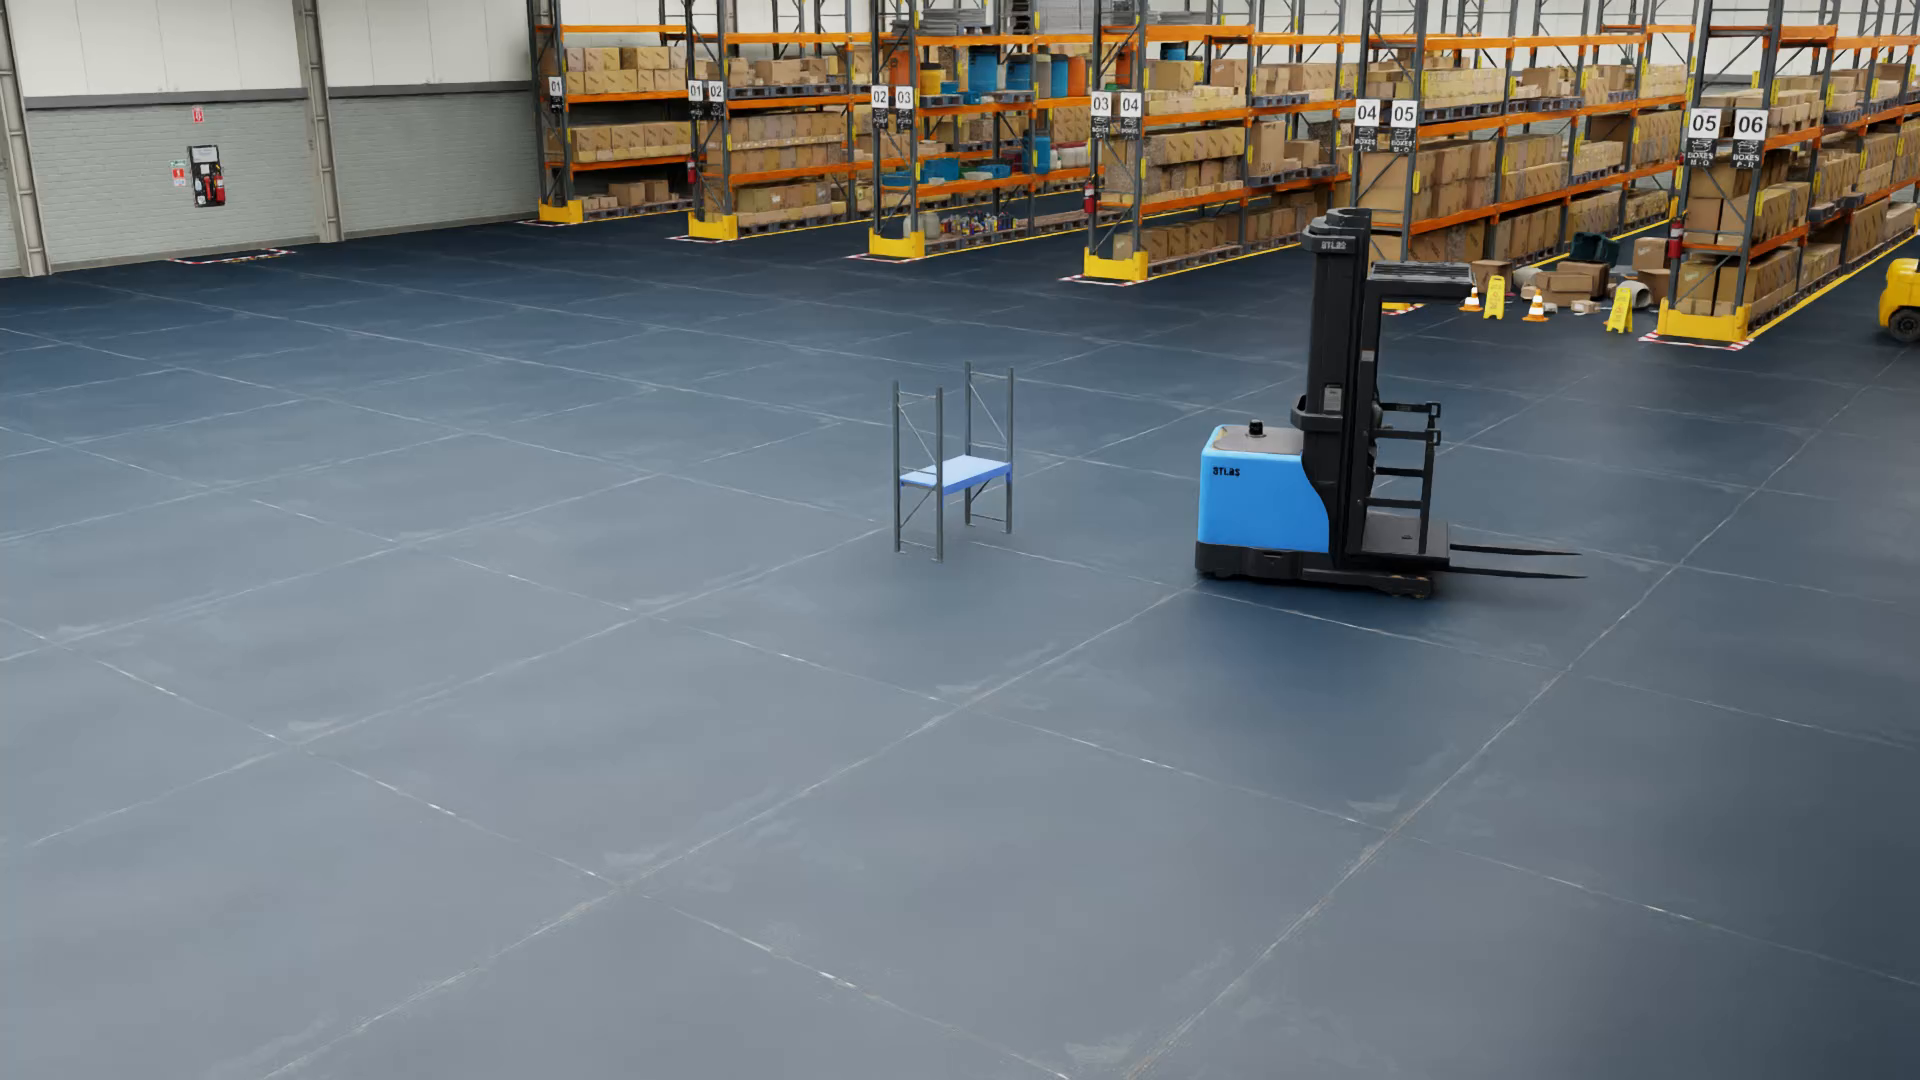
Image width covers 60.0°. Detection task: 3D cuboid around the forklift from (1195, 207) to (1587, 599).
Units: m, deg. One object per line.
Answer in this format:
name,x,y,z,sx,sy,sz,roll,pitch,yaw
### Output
forklift,3.500,-1.113,13.239,3.031,2.935,1.130,5,18,15

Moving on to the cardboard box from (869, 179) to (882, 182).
cardboard box,-1.920,-8.486,39.846,0.500,0.311,0.500,12,21,34

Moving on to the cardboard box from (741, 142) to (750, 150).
cardboard box,-4.659,-8.344,35.146,0.380,0.149,0.250,12,21,33

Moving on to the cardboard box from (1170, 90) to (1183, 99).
cardboard box,3.734,-7.929,29.592,0.380,0.149,0.250,12,21,35

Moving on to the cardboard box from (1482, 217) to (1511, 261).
cardboard box,9.337,-5.459,30.201,1.050,0.750,0.750,12,21,34

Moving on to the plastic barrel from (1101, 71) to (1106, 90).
plastic barrel,3.090,-10.363,37.663,0.421,0.512,0.421,0,17,0

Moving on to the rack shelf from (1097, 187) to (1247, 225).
rack shelf,3.924,-6.249,30.875,1.077,0.370,4.000,12,21,35

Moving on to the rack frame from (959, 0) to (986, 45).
rack frame,0.332,-15.418,49.072,1.000,3.000,0.127,12,21,35

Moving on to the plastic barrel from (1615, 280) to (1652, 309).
plastic barrel,10.706,-3.894,26.423,0.421,0.421,0.512,-4,18,-13

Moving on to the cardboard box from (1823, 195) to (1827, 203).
cardboard box,14.108,-5.667,27.503,0.380,0.149,0.250,13,21,36

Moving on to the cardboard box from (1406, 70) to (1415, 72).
cardboard box,7.189,-7.539,26.961,0.380,0.149,0.250,13,21,35

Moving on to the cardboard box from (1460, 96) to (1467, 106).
cardboard box,8.020,-7.163,27.094,0.380,0.149,0.250,13,21,35

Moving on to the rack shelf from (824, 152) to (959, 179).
rack shelf,-1.646,-8.953,39.583,1.077,0.370,4.000,12,21,35

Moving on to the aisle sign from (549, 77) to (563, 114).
aisle sign,-9.004,-9.914,37.079,0.394,0.787,0.004,12,21,35

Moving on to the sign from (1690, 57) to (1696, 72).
sign,16.623,-10.779,37.699,0.100,0.325,0.005,12,21,35

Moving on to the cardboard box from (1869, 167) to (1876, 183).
cardboard box,16.574,-6.754,30.698,0.500,0.250,0.500,12,21,34

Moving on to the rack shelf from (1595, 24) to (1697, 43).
rack shelf,14.997,-11.070,36.290,1.077,0.370,4.000,12,21,35

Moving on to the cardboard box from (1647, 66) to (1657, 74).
cardboard box,14.796,-10.138,35.866,0.380,0.149,0.250,12,21,33

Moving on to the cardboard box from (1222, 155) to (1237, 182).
cardboard box,4.798,-7.163,31.934,0.875,0.500,0.500,12,21,35

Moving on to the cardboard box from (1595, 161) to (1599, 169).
cardboard box,12.796,-7.651,33.891,0.380,0.149,0.250,12,21,33

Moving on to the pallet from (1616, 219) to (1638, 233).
pallet,14.177,-6.909,36.487,1.003,0.211,1.213,12,21,35

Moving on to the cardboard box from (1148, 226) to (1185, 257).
cardboard box,3.835,-5.563,30.960,0.500,0.500,0.500,15,23,40

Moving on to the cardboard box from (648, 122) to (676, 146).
cardboard box,-7.144,-9.704,39.742,0.500,0.500,0.500,12,21,34

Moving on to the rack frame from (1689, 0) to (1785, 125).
rack frame,10.691,-7.230,22.706,1.000,3.000,0.127,12,21,35

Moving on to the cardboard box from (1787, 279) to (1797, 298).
cardboard box,12.938,-4.017,26.402,0.500,0.250,0.500,14,22,37

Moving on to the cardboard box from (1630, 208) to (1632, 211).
cardboard box,14.474,-7.226,36.403,0.380,0.149,0.250,12,21,34

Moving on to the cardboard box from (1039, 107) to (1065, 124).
cardboard box,2.436,-11.314,44.116,0.500,0.500,0.500,13,22,36

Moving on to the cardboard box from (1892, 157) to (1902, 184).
cardboard box,18.331,-7.337,32.995,0.500,0.500,0.500,13,22,36

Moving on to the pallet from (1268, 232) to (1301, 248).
pallet,6.305,-6.215,34.254,1.003,0.211,1.213,12,21,35

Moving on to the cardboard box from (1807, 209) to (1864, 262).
cardboard box,15.936,-5.606,30.467,0.875,0.875,0.875,12,21,34

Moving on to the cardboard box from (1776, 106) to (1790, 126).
cardboard box,11.513,-6.059,23.744,0.500,0.250,0.500,12,21,34

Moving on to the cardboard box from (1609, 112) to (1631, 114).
cardboard box,14.489,-9.145,36.630,0.500,0.500,0.500,13,22,36

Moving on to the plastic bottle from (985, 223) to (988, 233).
plastic bottle,0.531,-6.420,34.189,0.097,0.201,0.097,0,17,0

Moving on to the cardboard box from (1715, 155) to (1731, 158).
cardboard box,11.349,-5.452,24.738,0.700,0.500,0.500,12,21,34

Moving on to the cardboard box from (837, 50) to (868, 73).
cardboard box,-2.439,-10.880,37.797,0.500,0.500,0.500,13,21,35

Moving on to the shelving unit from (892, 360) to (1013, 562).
shelving unit,-0.051,-0.696,14.308,0.538,1.500,1.048,12,21,35

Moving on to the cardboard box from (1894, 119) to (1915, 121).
cardboard box,19.284,-8.518,34.018,0.380,0.149,0.250,13,22,36

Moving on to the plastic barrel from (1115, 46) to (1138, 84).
plastic barrel,3.862,-10.870,38.052,0.600,0.830,0.708,12,21,35

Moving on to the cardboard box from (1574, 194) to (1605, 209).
cardboard box,12.944,-6.969,34.220,0.500,0.250,0.500,11,21,32

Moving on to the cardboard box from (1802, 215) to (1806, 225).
cardboard box,13.128,-5.068,26.281,0.380,0.149,0.250,12,21,34

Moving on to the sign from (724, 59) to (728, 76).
sign,-4.779,-9.656,33.968,0.100,0.325,0.005,12,21,35

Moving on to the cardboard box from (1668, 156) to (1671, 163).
cardboard box,16.043,-8.727,38.063,0.380,0.149,0.250,12,21,35

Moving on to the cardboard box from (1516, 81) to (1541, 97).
cardboard box,10.324,-8.194,30.215,0.396,0.266,0.258,12,21,35

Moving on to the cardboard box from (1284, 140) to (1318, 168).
cardboard box,6.957,-7.984,34.371,0.500,0.500,0.700,-16,24,-42

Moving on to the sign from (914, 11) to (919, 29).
sign,-0.806,-9.659,30.878,0.100,0.325,0.005,12,21,35

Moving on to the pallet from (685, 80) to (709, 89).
pallet,-6.365,-11.166,40.754,1.213,0.211,1.003,12,21,35

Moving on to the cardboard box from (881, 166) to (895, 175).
cardboard box,-2.335,-10.597,46.578,0.750,0.750,0.750,13,21,35

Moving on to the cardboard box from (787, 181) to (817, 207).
cardboard box,-3.541,-7.680,36.934,0.500,0.500,0.500,12,21,35

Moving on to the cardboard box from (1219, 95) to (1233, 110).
cardboard box,4.734,-8.153,30.987,0.500,0.250,0.500,13,22,36

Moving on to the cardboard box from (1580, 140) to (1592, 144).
cardboard box,13.202,-8.426,35.385,0.380,0.149,0.250,14,22,37

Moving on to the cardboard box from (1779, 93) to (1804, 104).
cardboard box,12.214,-6.511,24.527,0.380,0.149,0.250,13,21,35

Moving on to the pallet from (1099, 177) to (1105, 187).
pallet,3.793,-10.139,46.889,1.003,0.211,1.213,12,21,35

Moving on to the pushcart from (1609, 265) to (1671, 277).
pushcart,11.214,-4.457,28.311,1.648,0.377,0.936,5,18,16

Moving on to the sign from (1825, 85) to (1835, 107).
sign,13.515,-6.903,25.839,0.100,0.325,0.005,12,21,35

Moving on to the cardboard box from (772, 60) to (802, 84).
cardboard box,-3.920,-10.200,36.208,0.797,0.503,0.637,15,23,41
